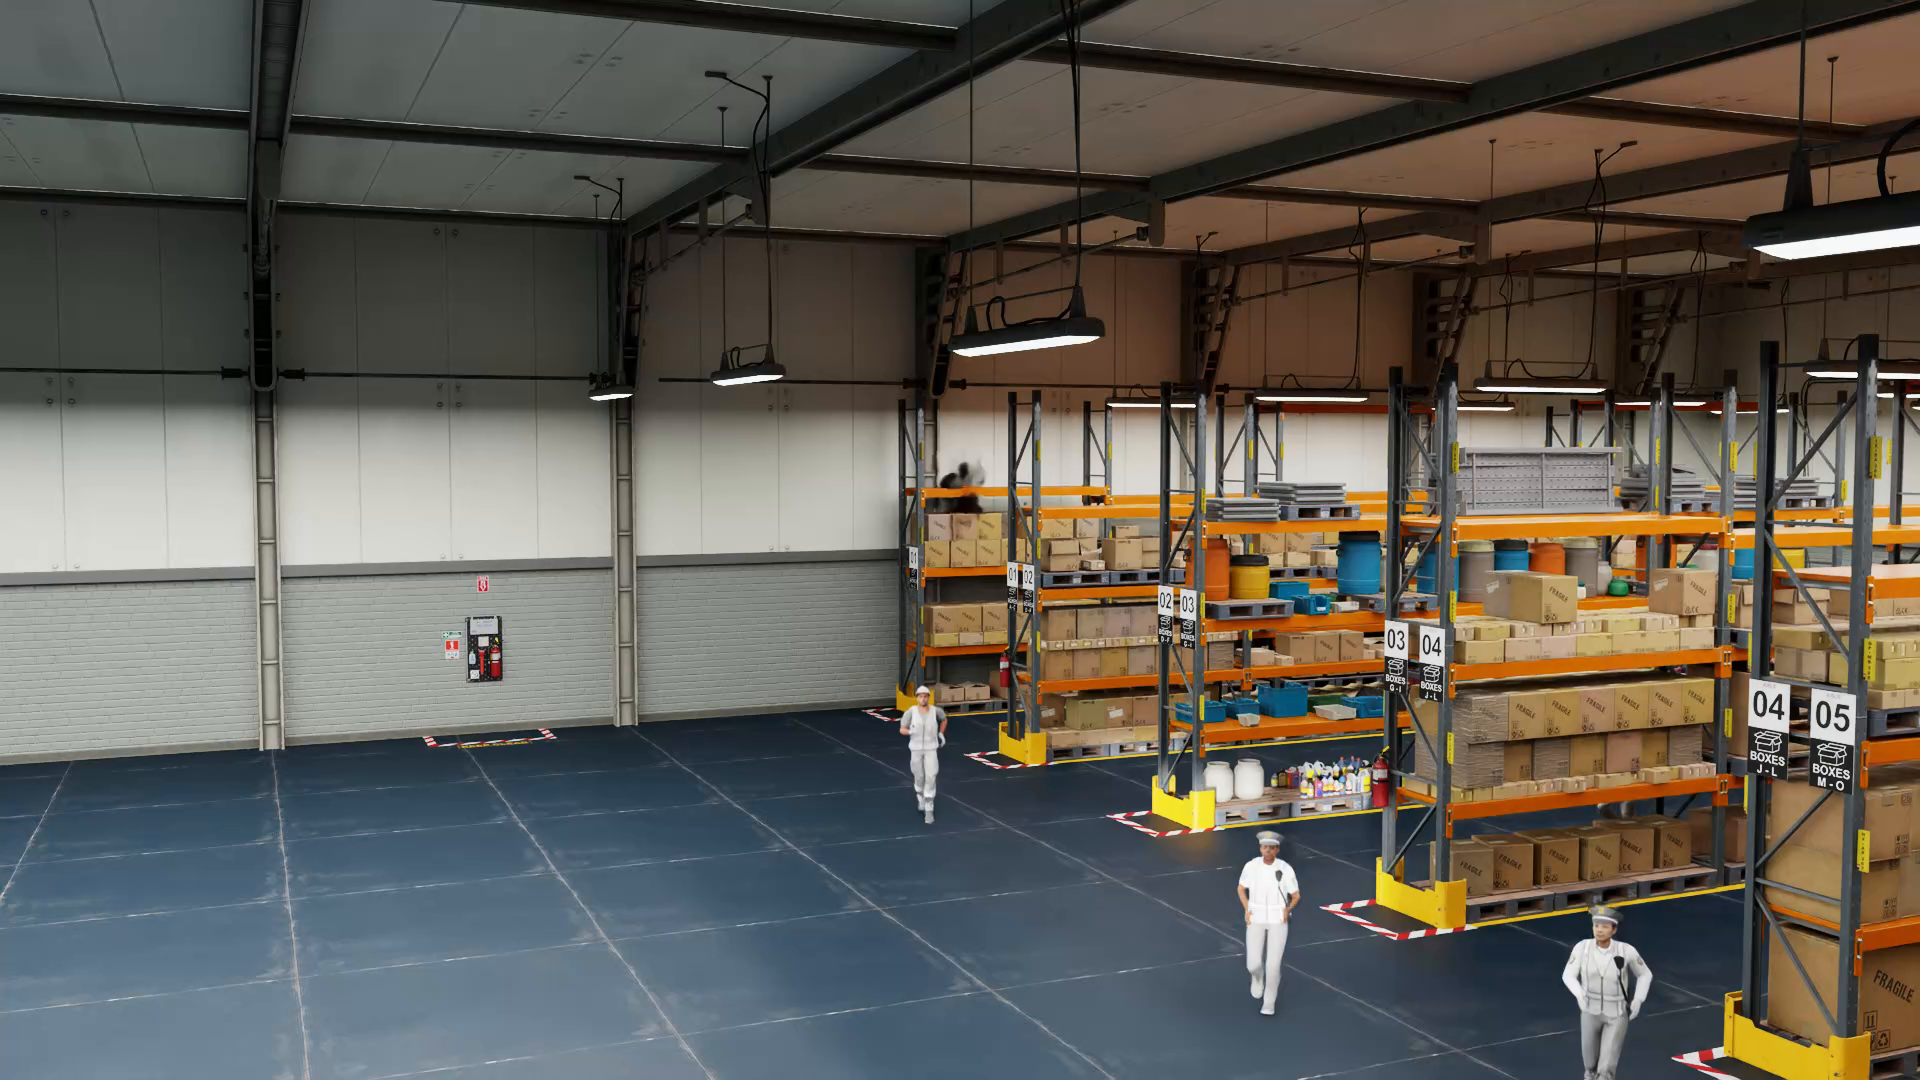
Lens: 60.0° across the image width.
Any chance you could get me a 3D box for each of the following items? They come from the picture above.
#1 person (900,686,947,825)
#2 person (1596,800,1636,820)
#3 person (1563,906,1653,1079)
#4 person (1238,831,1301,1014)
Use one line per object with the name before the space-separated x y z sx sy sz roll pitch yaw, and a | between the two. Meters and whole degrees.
person | -0.505 2.913 22.852 0.644 1.828 0.857 0 3 1
person | 8.349 3.046 21.058 0.733 1.728 0.630 -2 4 -32
person | 4.903 3.591 12.616 0.625 1.702 0.867 2 4 30
person | 2.794 3.451 15.082 0.572 1.652 0.576 1 3 14
